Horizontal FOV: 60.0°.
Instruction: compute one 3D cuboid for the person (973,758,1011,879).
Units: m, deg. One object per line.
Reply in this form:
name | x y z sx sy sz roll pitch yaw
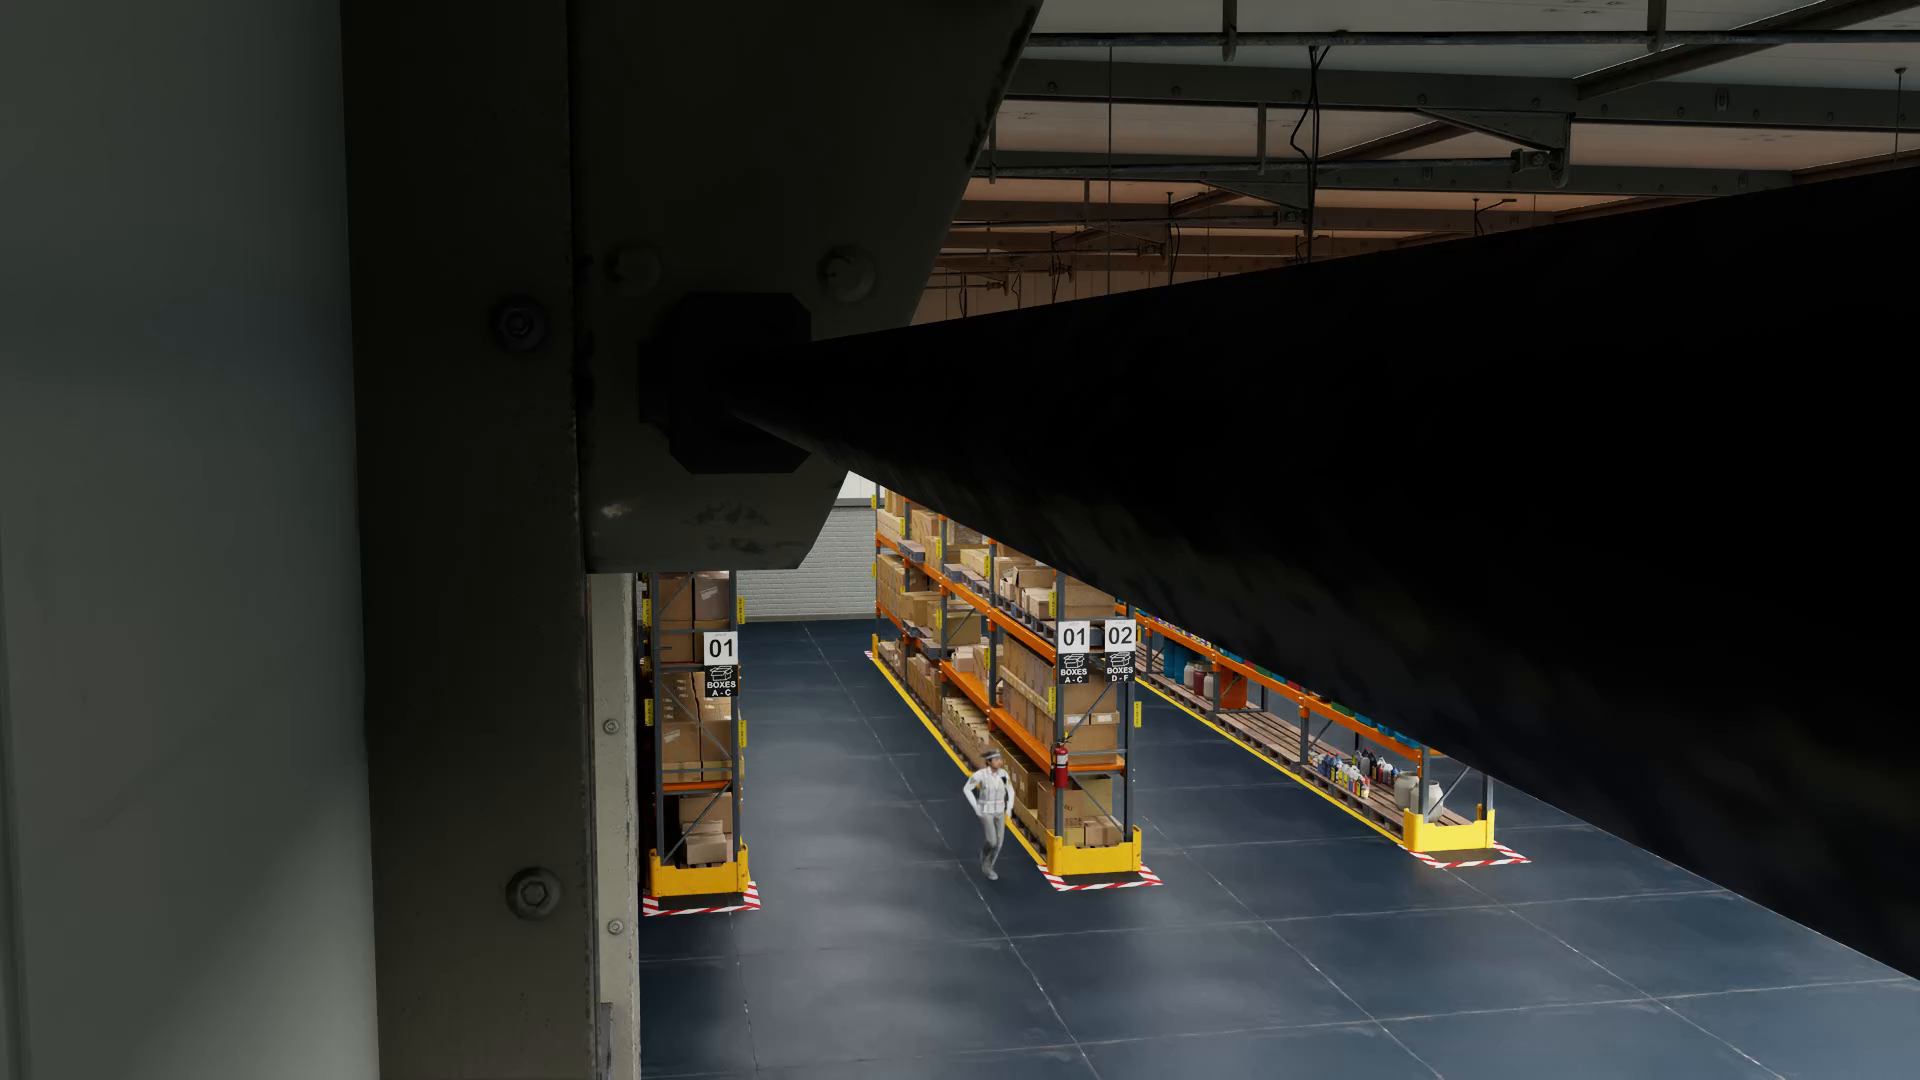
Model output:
person | 0.380 3.414 20.654 0.497 1.617 0.416 -2 6 -22
